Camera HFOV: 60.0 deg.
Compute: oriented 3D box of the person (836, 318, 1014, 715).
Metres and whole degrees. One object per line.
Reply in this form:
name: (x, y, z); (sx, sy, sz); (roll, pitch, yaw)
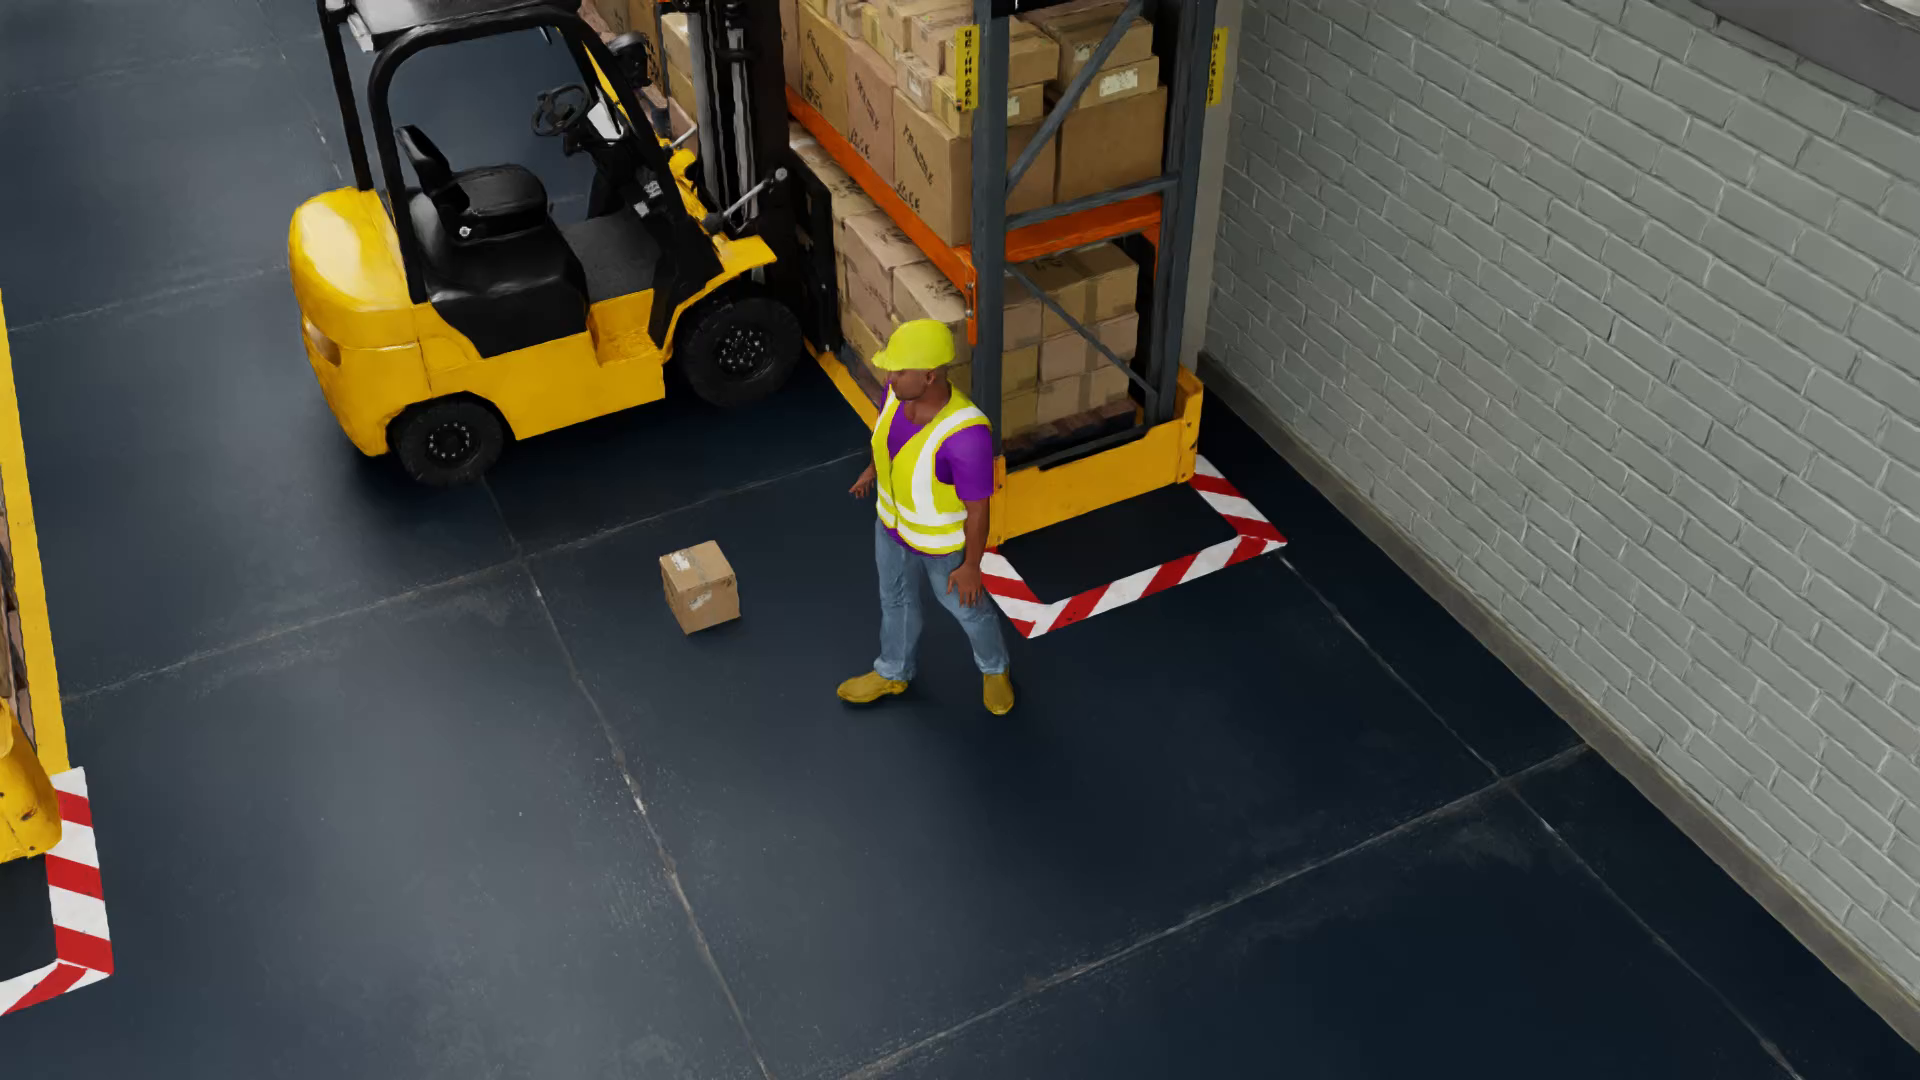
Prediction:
person: (-0.101, -0.021, 6.163); (0.635, 1.768, 0.559); (-29, 49, -29)
